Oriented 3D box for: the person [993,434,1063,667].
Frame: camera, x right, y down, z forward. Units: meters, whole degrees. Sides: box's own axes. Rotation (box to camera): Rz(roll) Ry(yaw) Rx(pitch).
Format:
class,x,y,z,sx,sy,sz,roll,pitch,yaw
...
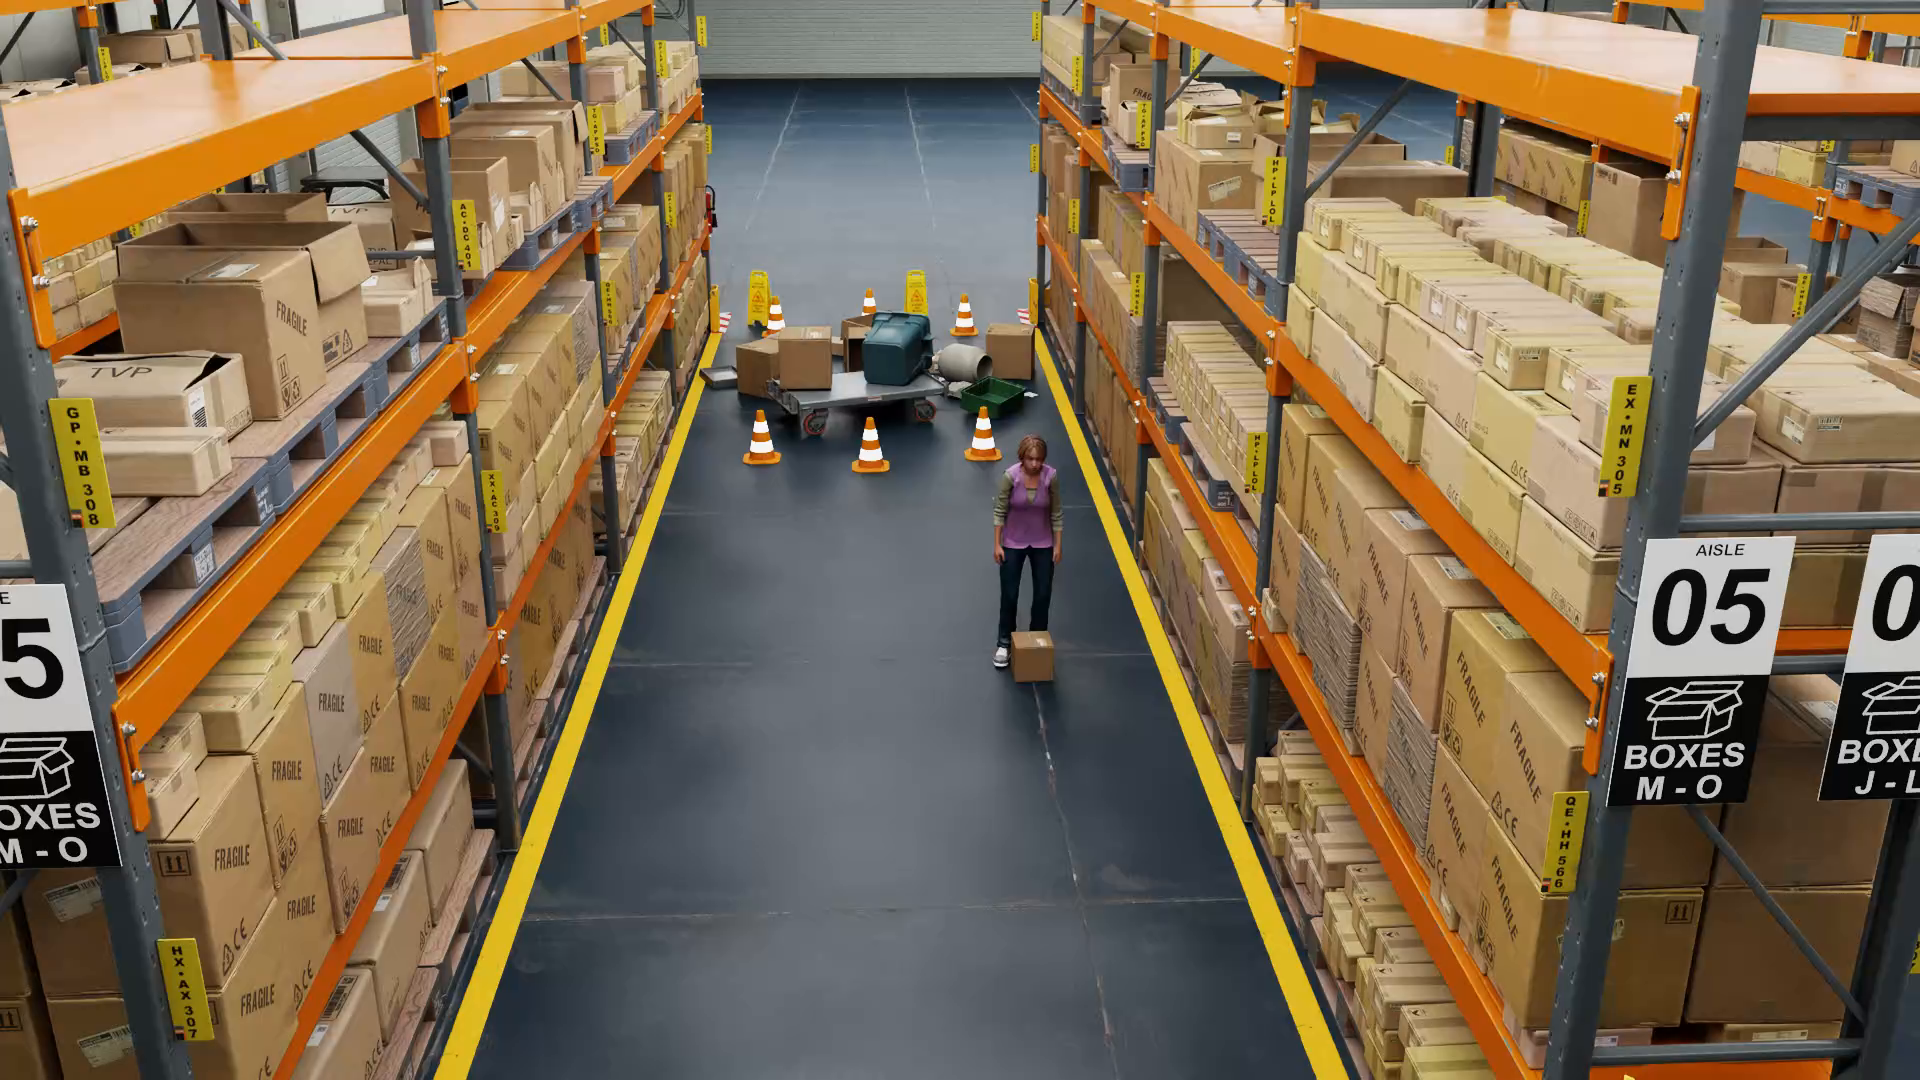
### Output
class,x,y,z,sx,sy,sz,roll,pitch,yaw
person,0.450,0.059,10.937,0.459,1.593,0.369,-1,21,-3
